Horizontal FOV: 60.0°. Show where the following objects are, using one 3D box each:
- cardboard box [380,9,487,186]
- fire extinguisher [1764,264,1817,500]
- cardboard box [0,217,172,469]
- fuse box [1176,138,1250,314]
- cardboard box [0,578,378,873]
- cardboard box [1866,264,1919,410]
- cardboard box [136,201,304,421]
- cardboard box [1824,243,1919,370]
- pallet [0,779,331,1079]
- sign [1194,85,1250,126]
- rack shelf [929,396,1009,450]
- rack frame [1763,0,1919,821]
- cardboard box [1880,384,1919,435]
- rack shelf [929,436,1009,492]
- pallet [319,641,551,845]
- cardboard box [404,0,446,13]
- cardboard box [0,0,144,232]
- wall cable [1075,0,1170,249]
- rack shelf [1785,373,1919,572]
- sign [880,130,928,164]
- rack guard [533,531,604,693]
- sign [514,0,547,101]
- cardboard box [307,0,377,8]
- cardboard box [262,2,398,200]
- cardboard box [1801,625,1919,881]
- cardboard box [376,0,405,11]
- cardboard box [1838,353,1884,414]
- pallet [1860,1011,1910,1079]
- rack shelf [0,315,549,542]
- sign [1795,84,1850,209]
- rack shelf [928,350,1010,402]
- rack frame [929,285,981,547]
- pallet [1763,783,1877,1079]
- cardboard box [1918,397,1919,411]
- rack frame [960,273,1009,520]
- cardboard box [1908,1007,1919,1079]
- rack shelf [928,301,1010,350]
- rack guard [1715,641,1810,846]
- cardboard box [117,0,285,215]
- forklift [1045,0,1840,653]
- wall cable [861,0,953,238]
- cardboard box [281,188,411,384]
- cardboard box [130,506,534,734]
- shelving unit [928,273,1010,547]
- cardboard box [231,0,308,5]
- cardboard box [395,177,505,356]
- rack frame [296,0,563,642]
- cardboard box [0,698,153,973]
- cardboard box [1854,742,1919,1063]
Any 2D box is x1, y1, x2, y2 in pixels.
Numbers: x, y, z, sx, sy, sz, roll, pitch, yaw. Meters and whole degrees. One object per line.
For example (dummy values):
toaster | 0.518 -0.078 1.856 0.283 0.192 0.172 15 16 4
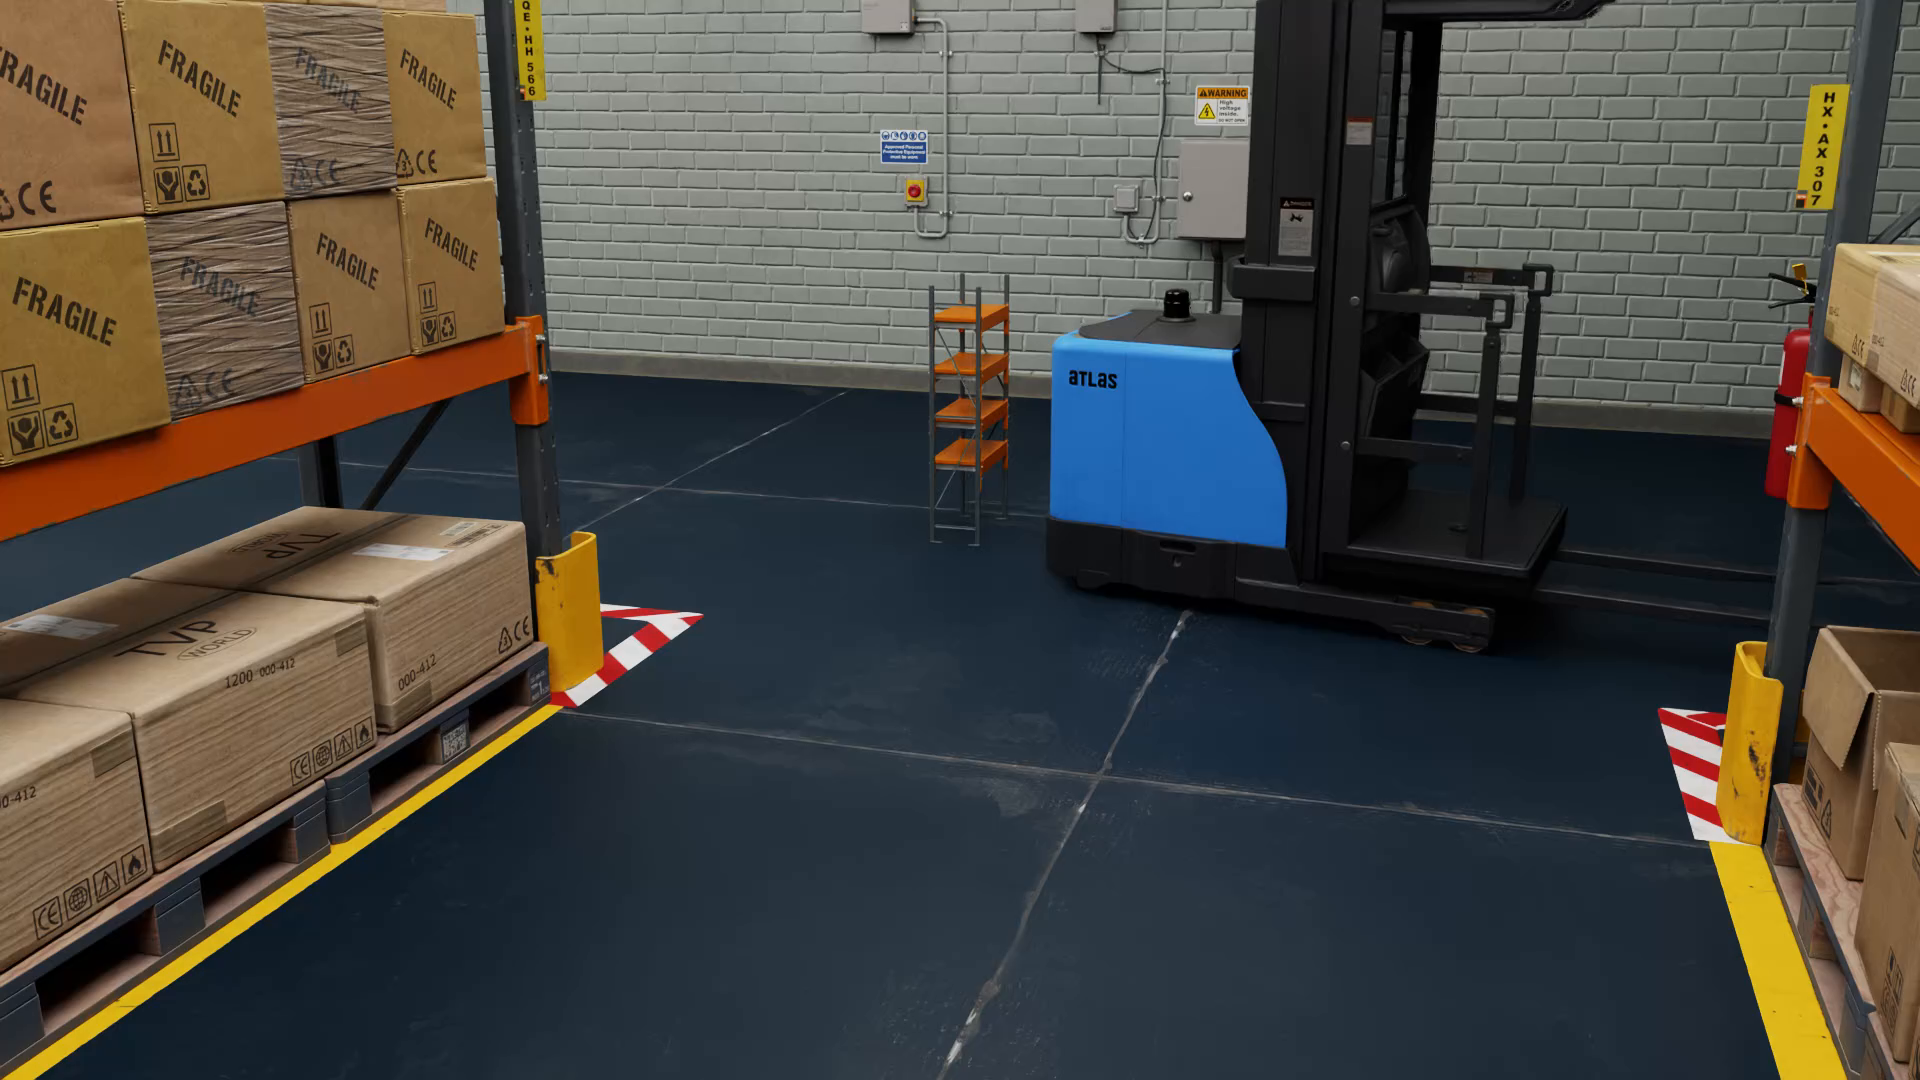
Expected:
cardboard box | -1.832 -1.364 5.125 0.500 0.500 0.500 5 17 18
fire extinguisher | 2.436 -0.453 4.755 0.296 0.674 0.183 5 16 16
cardboard box | -2.234 -0.479 3.839 0.500 0.500 0.500 5 17 18
fuse box | 1.630 -1.636 10.460 0.539 1.711 0.414 5 16 16
cardboard box | -2.267 0.472 4.595 0.875 0.438 0.875 5 17 17
cardboard box | 2.307 -0.437 3.602 0.500 0.250 0.500 5 17 16
cardboard box | -2.100 -0.615 4.318 0.500 0.500 0.500 5 17 17
cardboard box | 2.450 -0.569 4.067 0.500 0.250 0.500 5 17 16
pallet | -2.424 0.896 4.285 1.003 0.211 1.213 5 16 16
sign | 1.635 -2.711 10.377 0.339 0.242 0.001 5 16 16
rack shelf | 0.047 -0.556 7.837 0.258 0.148 0.480 5 16 16
rack frame | 2.837 -0.595 4.432 1.000 3.000 0.127 5 16 16
cardboard box | 2.453 -0.340 3.991 0.380 0.149 0.250 5 17 17
rack shelf | 0.047 -0.365 7.891 0.258 0.148 0.480 5 16 16
pallet | -2.075 0.577 5.407 1.003 0.211 1.213 5 16 16
cardboard box | -1.833 -1.711 5.161 0.380 0.149 0.250 5 17 17
cardboard box | -2.240 -0.964 3.717 0.500 0.500 0.500 5 16 15
wall cable | 1.020 -2.838 10.477 0.588 1.984 0.122 5 16 16
rack shelf | 2.269 0.274 2.685 1.077 0.370 4.000 5 16 16
sign | -0.372 -2.606 11.026 0.327 0.218 0.001 5 16 16
rack guard | -1.916 0.217 6.149 1.175 0.500 0.348 5 16 16
sign | -1.407 -1.605 5.434 0.100 0.325 0.005 5 16 16
cardboard box | -1.875 -1.569 4.659 0.380 0.149 0.250 4 16 15
cardboard box | -1.952 -1.225 4.635 0.500 0.500 0.500 5 16 16
cardboard box | 2.572 0.556 4.177 0.797 0.503 0.637 4 16 14
cardboard box | -1.882 -1.643 4.920 0.380 0.149 0.250 5 17 17
cardboard box | 2.481 -0.410 4.238 0.380 0.149 0.250 4 16 15
pallet | 2.241 1.293 2.885 1.003 0.211 1.213 5 16 16
rack shelf | -2.491 -0.110 4.039 1.077 0.370 4.000 5 16 16
sign | 2.317 -1.054 4.462 0.100 0.325 0.005 5 16 16
rack shelf | 0.047 -0.771 7.776 0.258 0.148 0.480 5 16 16
rack frame | -0.022 -0.557 7.593 0.240 1.200 0.015 5 16 16
pallet | 2.590 0.975 4.007 1.003 0.211 1.213 5 16 16
cardboard box | 2.166 -0.304 3.133 0.500 0.250 0.500 4 16 15
rack frame | 0.116 -0.684 8.043 0.240 1.200 0.015 5 16 16
cardboard box | 2.046 0.909 2.939 0.500 0.500 0.500 5 17 17
rack shelf | 0.047 -0.999 7.711 0.258 0.148 0.480 5 16 16
rack guard | 2.816 0.627 4.703 1.175 0.500 0.348 5 16 16
cardboard box | -2.096 -1.096 4.180 0.500 0.500 0.500 5 16 16
forklift | 1.919 -1.147 6.502 3.031 2.935 1.130 8 18 26
wall cable | -0.343 -2.960 10.850 0.585 1.953 0.123 5 16 16
cardboard box | -1.963 -0.751 4.796 0.500 0.500 0.500 4 16 15
cardboard box | -2.015 0.232 5.442 0.875 0.438 0.875 4 16 14
shelving unit | 0.047 -0.621 7.818 0.258 1.200 0.503 5 16 16
cardboard box | -1.986 -1.506 4.438 0.380 0.149 0.250 5 17 17
cardboard box | -1.806 -0.881 5.254 0.500 0.500 0.500 5 17 16
rack frame | -1.923 -0.979 5.785 1.000 3.000 0.127 5 16 16
cardboard box | -2.525 0.707 3.764 0.875 0.438 0.875 4 16 14
cardboard box | 2.292 0.778 3.399 0.700 0.500 0.500 5 17 18
